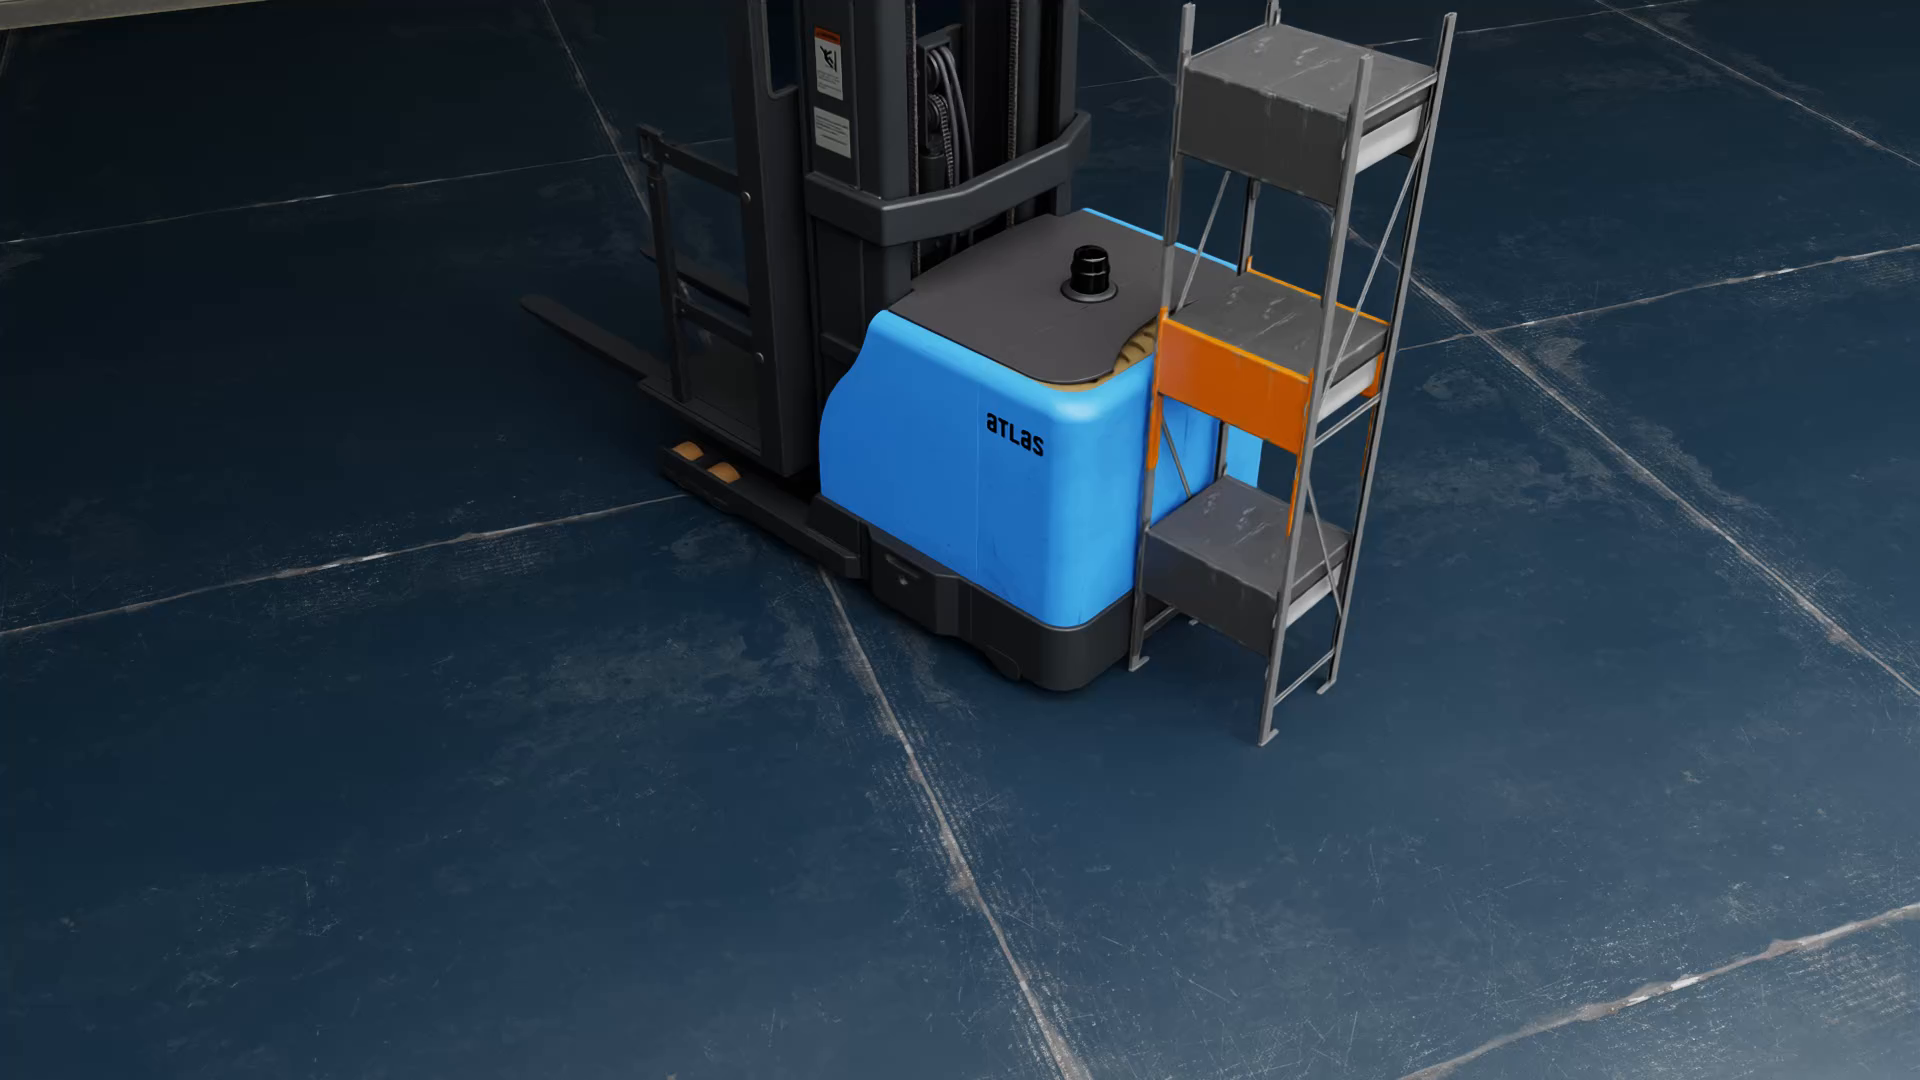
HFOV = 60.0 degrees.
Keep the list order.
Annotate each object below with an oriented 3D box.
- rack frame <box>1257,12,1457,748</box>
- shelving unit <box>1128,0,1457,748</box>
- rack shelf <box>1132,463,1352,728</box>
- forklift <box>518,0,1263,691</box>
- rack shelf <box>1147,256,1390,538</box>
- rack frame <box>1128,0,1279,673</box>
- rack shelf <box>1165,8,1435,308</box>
[{"bbox_3d":[1.025,-0.312,4.419,0.015,2.100,0.400,29,46,33],"label":"rack frame"},{"bbox_3d":[0.846,-0.412,4.552,0.503,2.100,0.431,29,46,33],"label":"shelving unit"},{"bbox_3d":[0.846,0.158,4.981,0.480,0.518,0.431,29,46,33],"label":"rack shelf"},{"bbox_3d":[-0.436,-1.481,5.280,3.031,2.935,1.130,29,46,33],"label":"forklift"},{"bbox_3d":[0.846,-0.401,4.560,0.480,0.518,0.431,29,46,33],"label":"rack shelf"},{"bbox_3d":[0.668,-0.512,4.685,0.015,2.100,0.400,29,46,33],"label":"rack frame"},{"bbox_3d":[0.846,-0.960,4.139,0.480,0.518,0.431,29,46,33],"label":"rack shelf"}]
